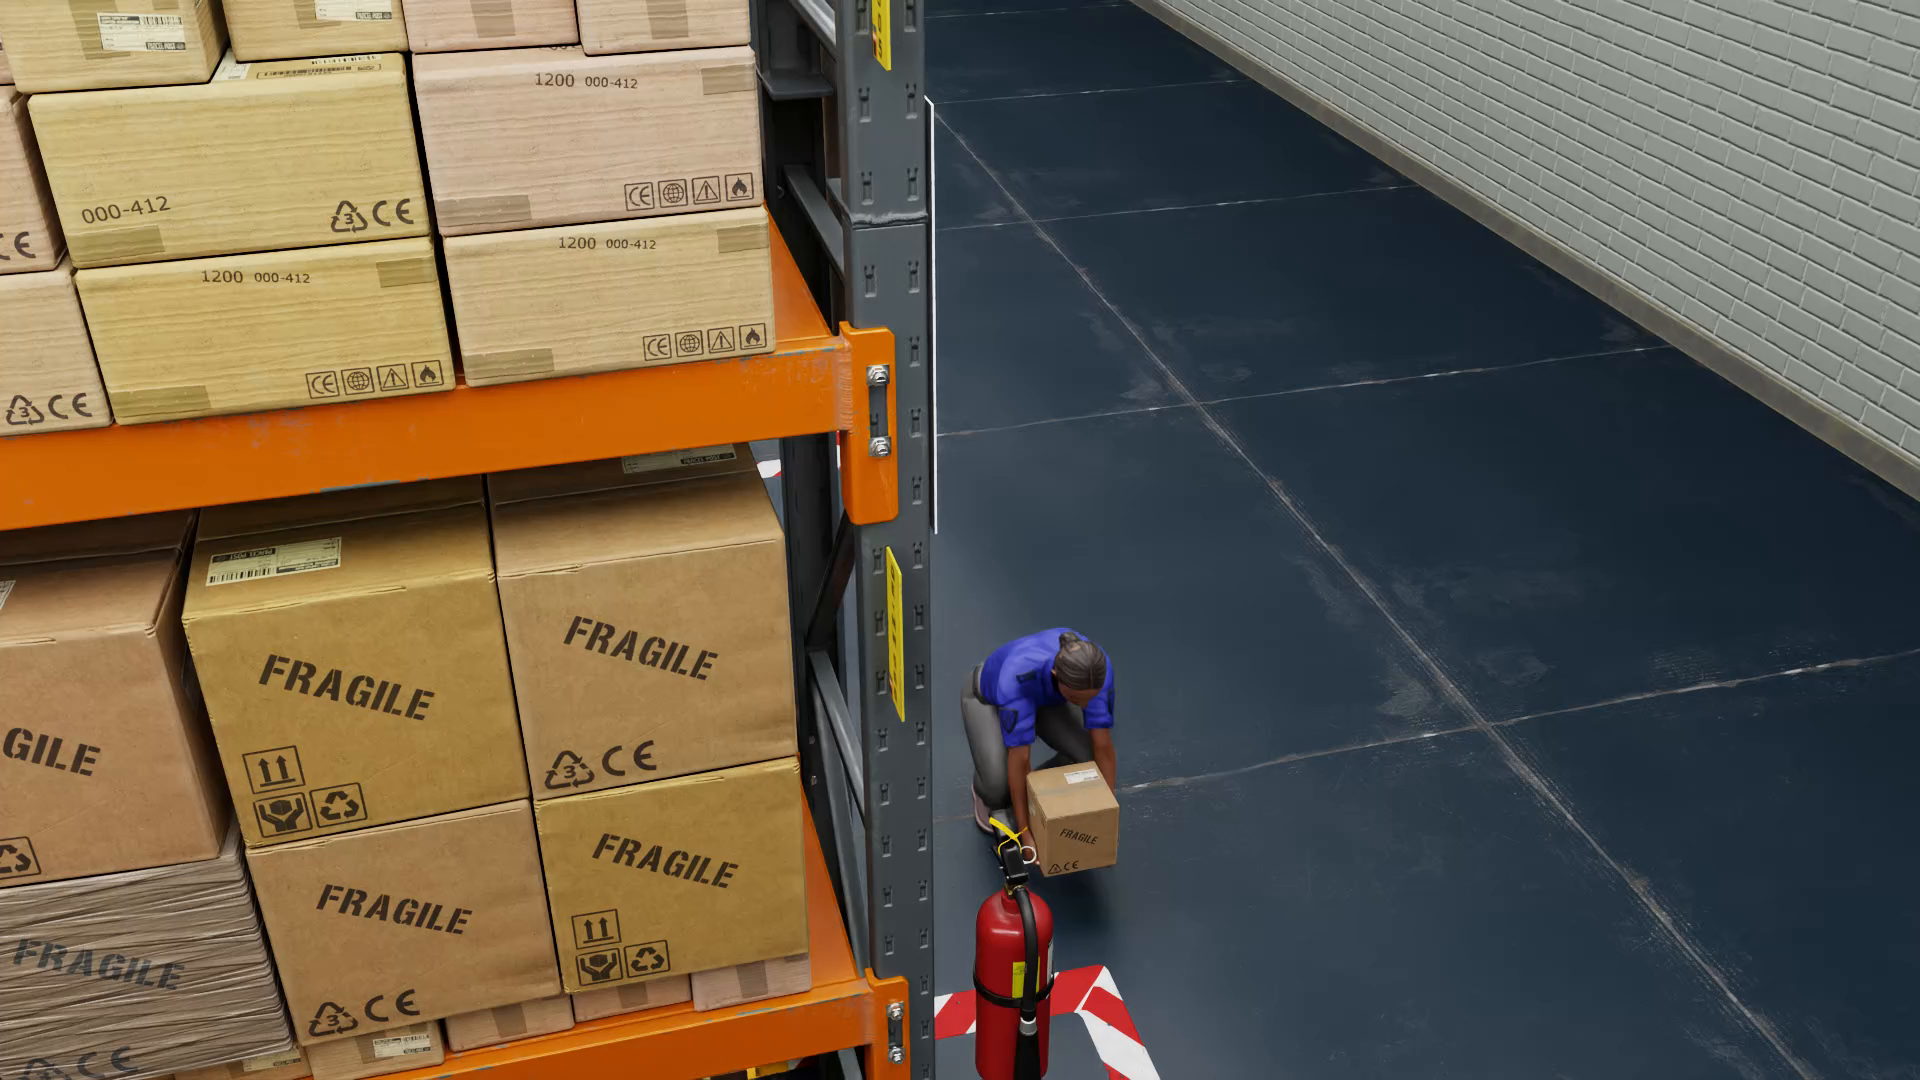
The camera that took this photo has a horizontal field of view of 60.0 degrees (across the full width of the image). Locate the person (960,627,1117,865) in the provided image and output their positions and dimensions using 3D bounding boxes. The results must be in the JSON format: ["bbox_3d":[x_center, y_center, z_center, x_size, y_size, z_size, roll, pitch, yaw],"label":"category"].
[{"bbox_3d":[0.282,0.648,5.748,0.465,0.951,0.833,-9,32,-14],"label":"person"}]
